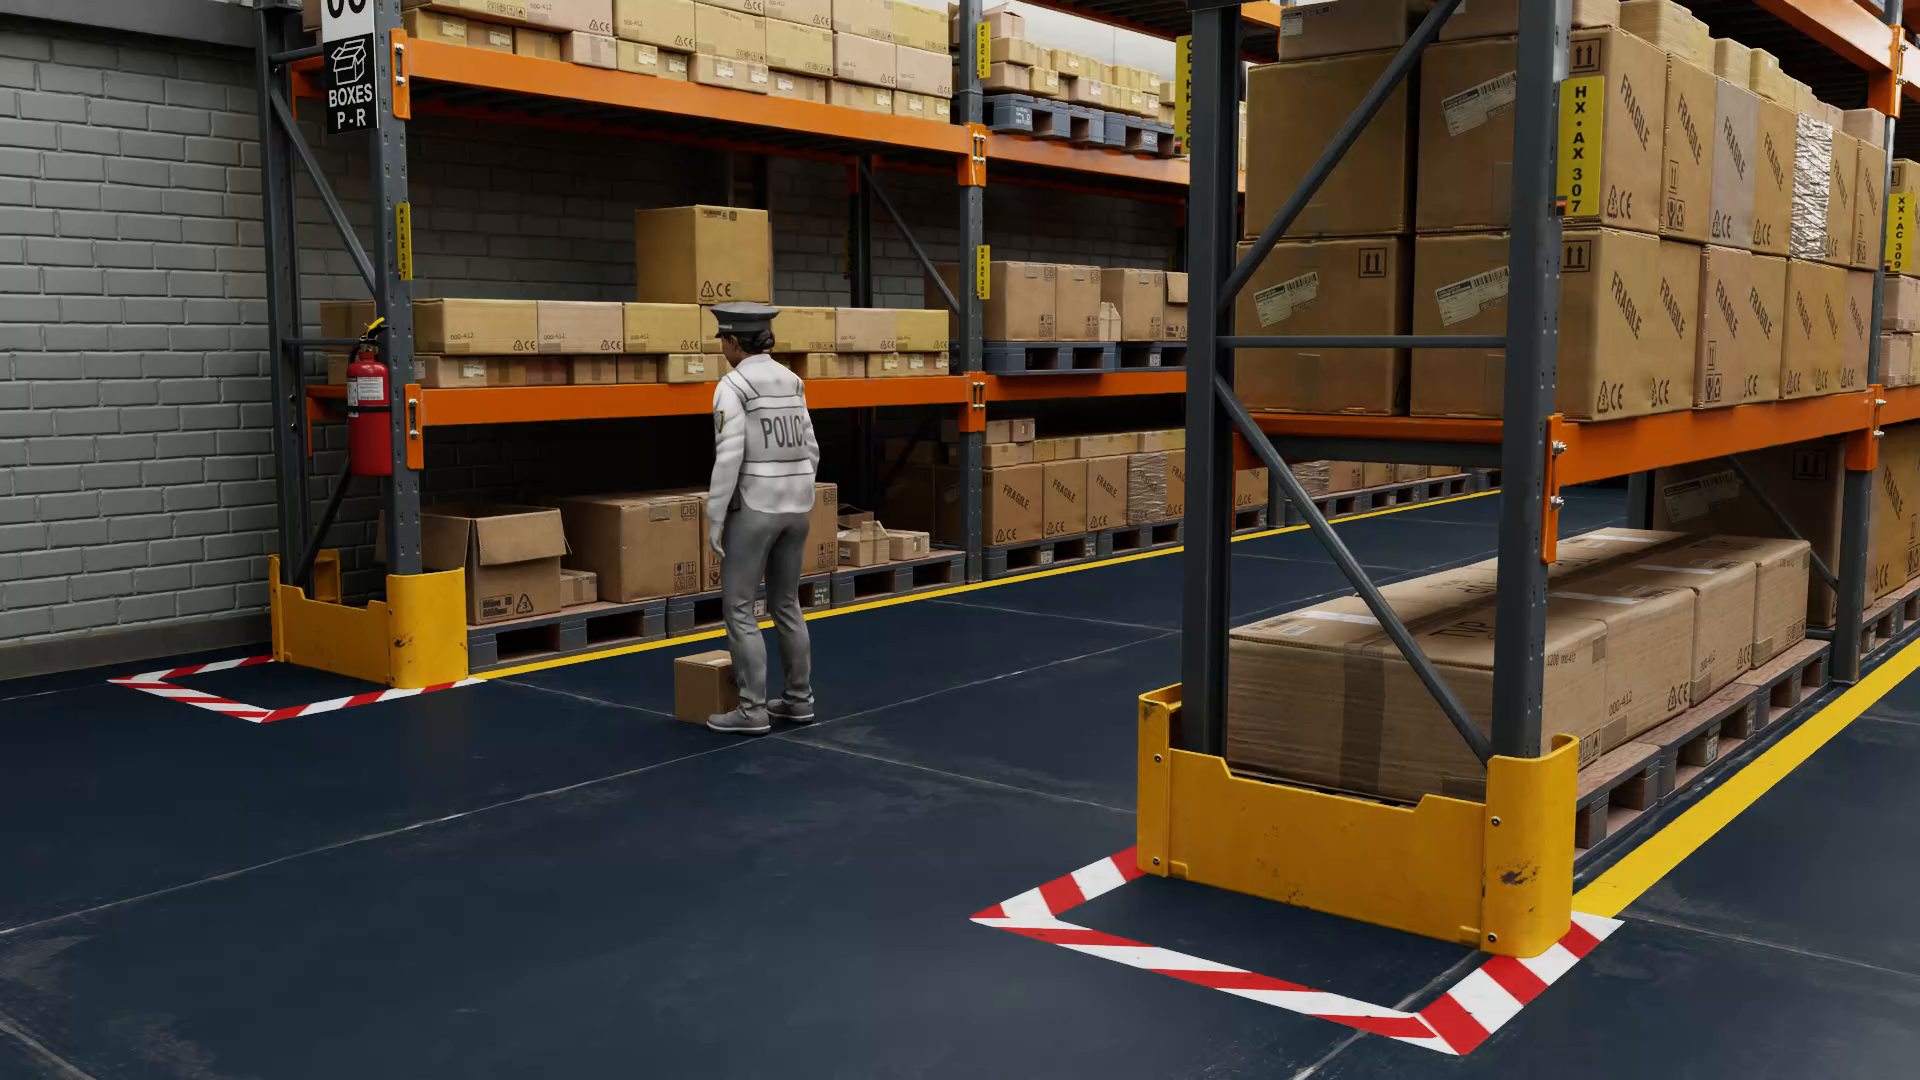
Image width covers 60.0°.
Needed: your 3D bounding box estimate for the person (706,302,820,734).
[{"bbox_3d":[-0.772,-0.088,6.462,0.376,1.663,0.527,5,9,38],"label":"person"}]
